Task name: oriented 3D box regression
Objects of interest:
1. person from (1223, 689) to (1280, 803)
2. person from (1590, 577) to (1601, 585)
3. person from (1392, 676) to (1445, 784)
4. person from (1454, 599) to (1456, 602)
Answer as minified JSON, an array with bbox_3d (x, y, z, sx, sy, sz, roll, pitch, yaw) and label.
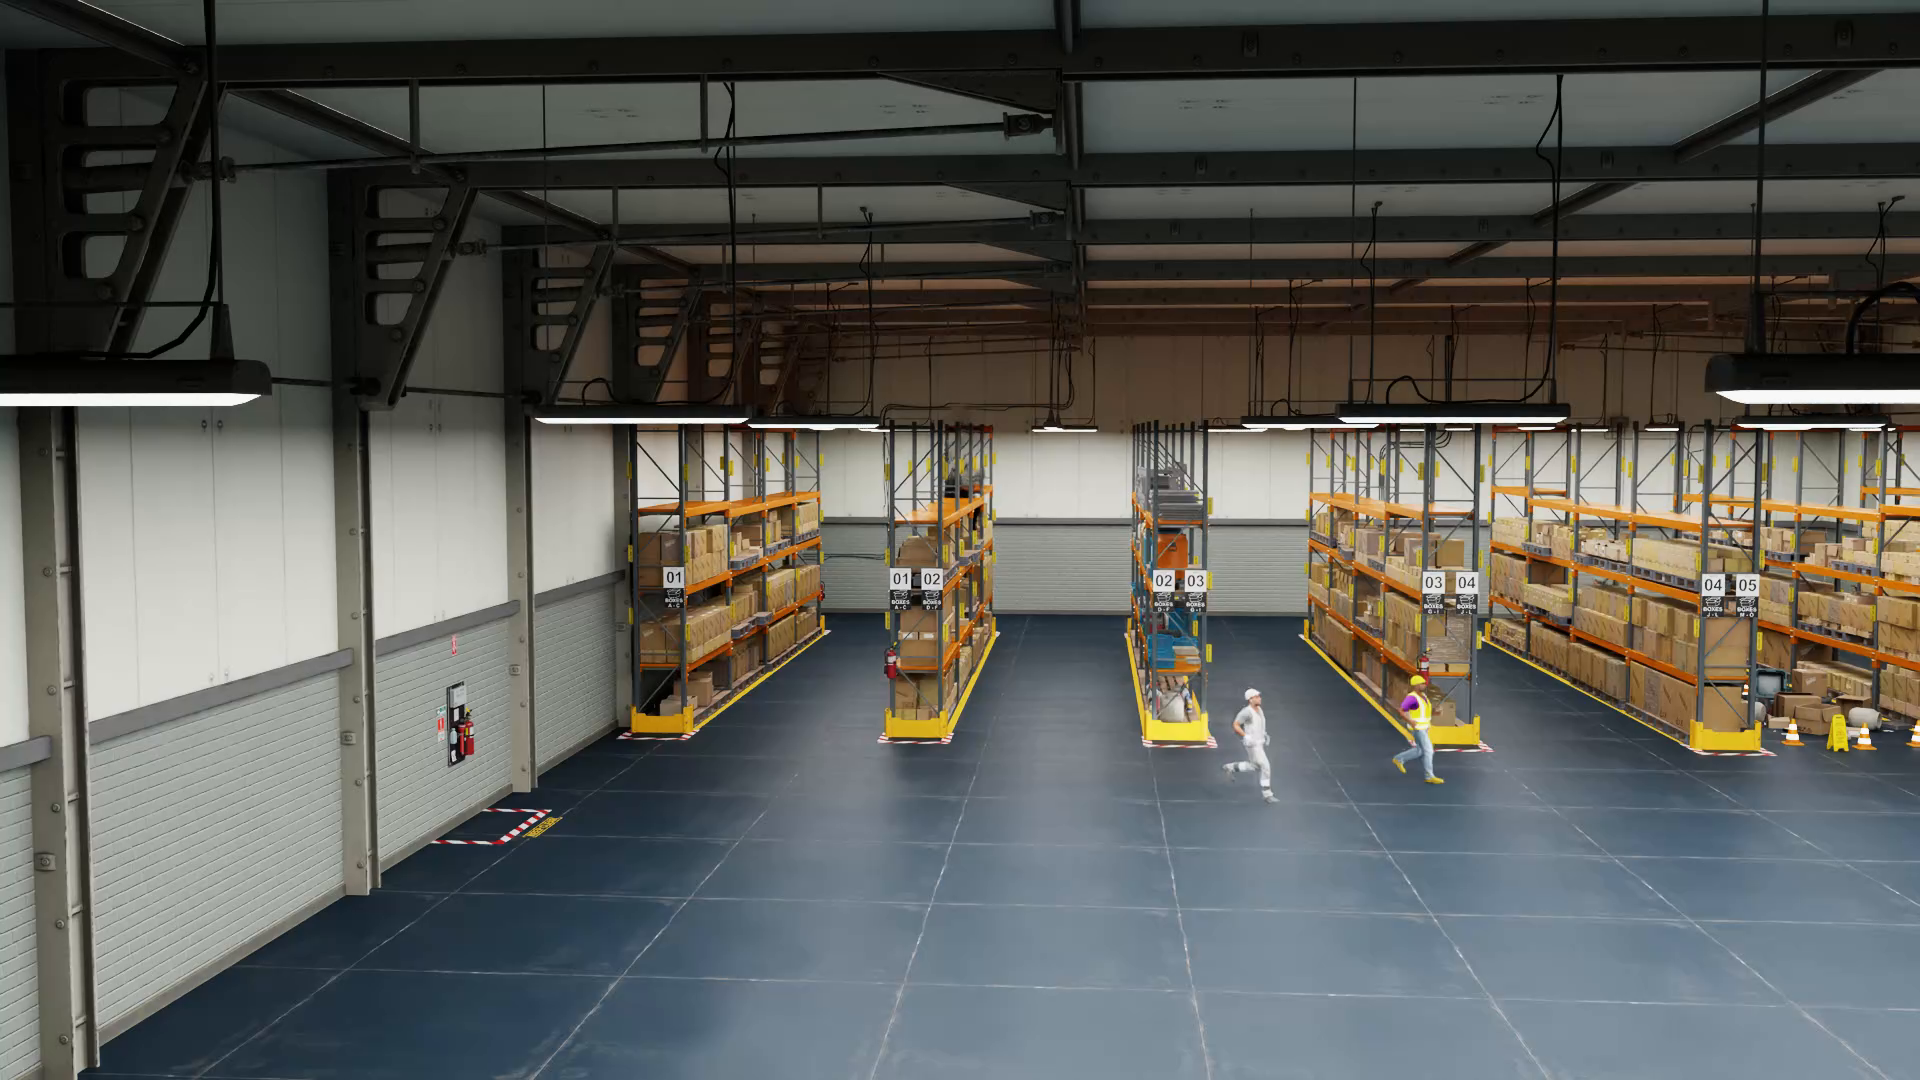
[{"bbox_3d":[4.582,3.215,26.133,0.999,1.758,0.640,2,4,31],"label":"person"},{"bbox_3d":[18.224,1.912,47.399,0.765,1.730,0.586,0,4,8],"label":"person"},{"bbox_3d":[7.555,3.106,27.416,0.931,1.747,0.714,3,4,35],"label":"person"},{"bbox_3d":[13.218,2.105,43.779,0.619,1.705,0.823,1,4,8],"label":"person"}]
